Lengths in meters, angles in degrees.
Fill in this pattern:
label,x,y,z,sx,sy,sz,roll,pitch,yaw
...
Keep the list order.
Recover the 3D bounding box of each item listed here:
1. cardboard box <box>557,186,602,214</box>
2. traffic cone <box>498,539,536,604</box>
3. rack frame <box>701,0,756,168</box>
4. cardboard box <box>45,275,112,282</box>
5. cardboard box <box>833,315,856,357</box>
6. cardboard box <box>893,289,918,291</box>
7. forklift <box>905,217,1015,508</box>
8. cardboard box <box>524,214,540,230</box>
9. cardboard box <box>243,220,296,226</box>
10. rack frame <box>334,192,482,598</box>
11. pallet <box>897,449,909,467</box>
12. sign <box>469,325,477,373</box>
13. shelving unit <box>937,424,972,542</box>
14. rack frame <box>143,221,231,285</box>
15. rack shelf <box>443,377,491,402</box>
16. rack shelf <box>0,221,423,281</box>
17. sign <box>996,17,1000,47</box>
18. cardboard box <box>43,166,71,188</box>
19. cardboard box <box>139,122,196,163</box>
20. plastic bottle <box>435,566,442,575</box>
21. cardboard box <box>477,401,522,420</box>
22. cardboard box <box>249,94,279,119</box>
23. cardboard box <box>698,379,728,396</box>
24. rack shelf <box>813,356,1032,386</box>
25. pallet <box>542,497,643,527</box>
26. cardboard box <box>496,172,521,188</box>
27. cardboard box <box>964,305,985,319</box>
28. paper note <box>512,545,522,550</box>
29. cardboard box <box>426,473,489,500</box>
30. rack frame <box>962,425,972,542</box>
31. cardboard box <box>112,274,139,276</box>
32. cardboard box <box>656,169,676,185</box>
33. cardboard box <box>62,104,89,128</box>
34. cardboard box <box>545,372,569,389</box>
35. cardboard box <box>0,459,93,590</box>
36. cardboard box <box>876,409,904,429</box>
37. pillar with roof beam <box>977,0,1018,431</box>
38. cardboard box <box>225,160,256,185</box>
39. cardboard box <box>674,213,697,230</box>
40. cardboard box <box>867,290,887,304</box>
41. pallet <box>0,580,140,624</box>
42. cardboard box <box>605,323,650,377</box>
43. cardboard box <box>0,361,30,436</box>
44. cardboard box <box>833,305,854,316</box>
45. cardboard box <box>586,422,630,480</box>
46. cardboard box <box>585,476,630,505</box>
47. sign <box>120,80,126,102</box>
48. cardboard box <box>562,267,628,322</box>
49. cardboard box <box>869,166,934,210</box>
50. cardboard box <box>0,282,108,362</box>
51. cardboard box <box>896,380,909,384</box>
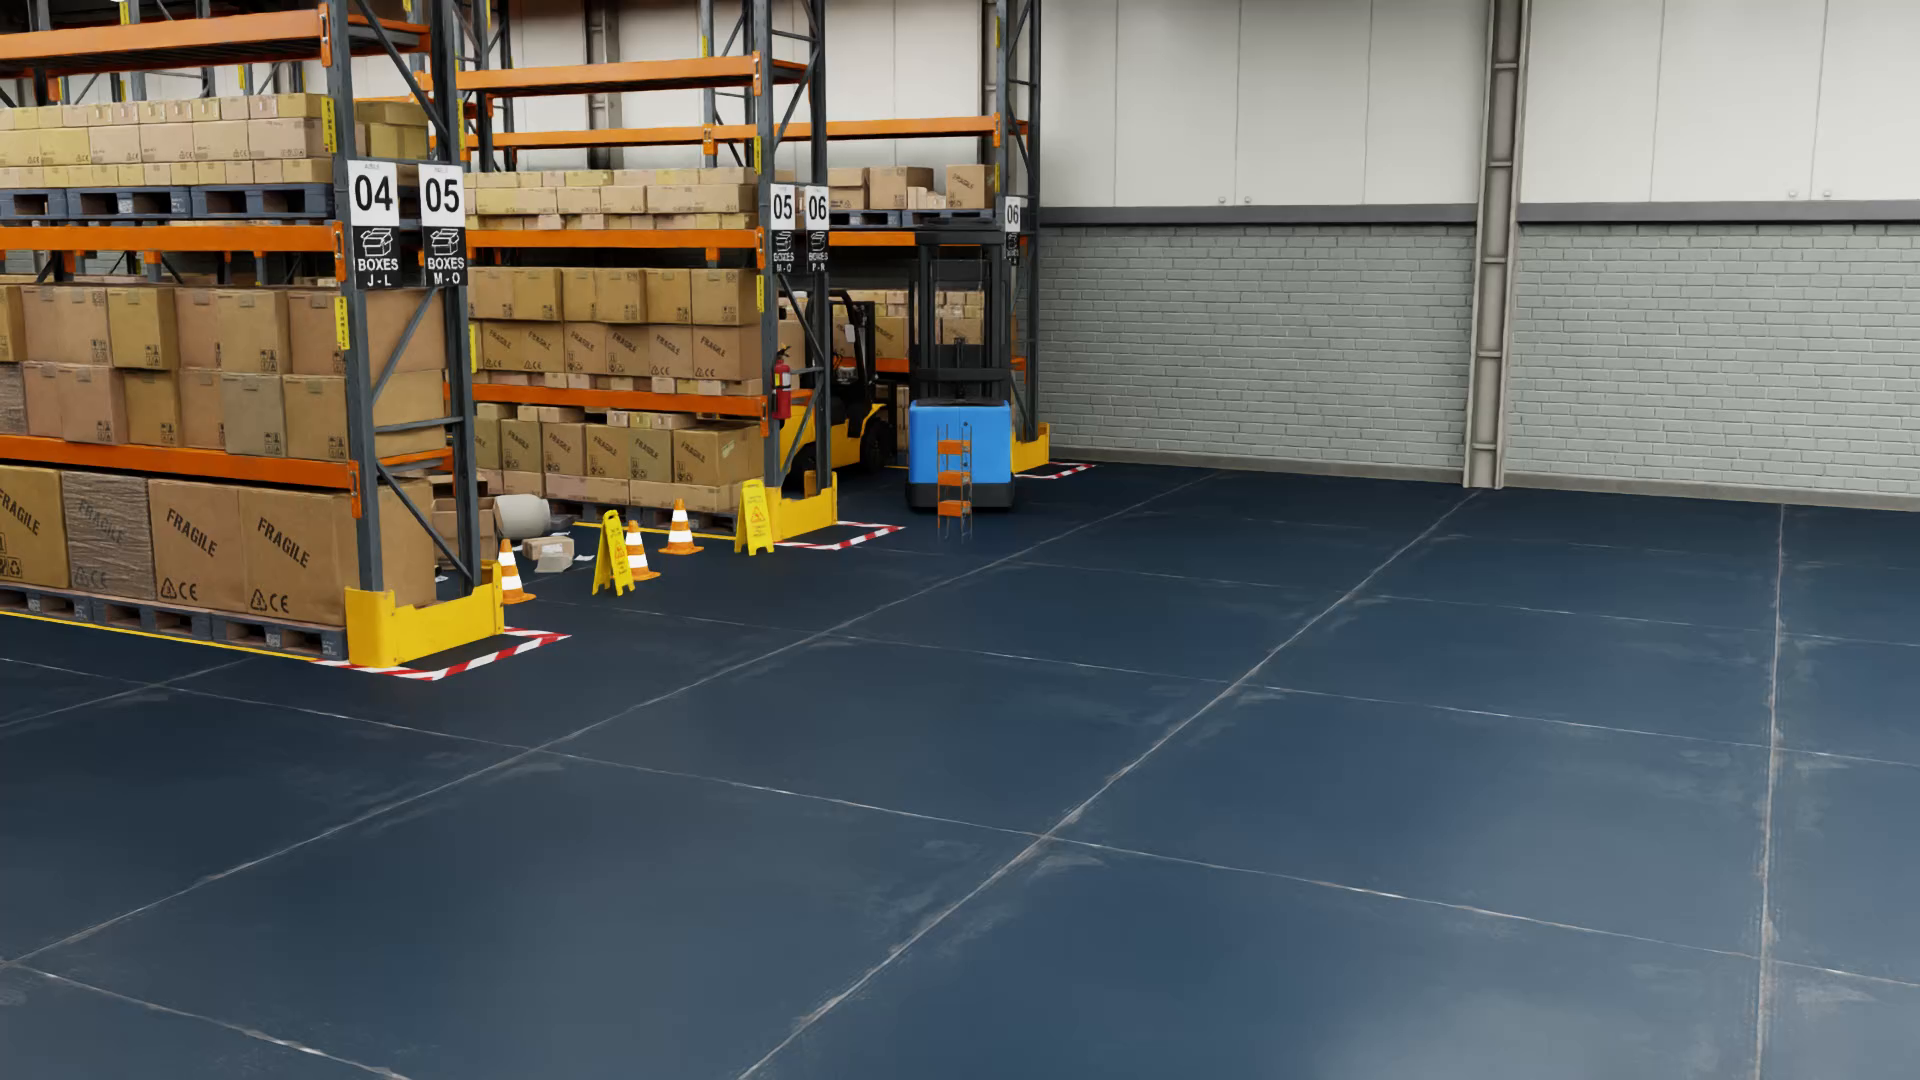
label,x,y,z,sx,sy,sz,roll,pitch,yaw
cardboard box,-3.462,-3.219,15.779,0.500,0.250,0.500,5,11,26
traffic cone,-3.459,0.224,12.712,0.334,0.463,0.336,5,11,26
rack frame,-2.906,-5.614,21.003,0.127,3.000,1.000,5,11,26
cardboard box,-10.172,-2.804,19.232,0.500,0.500,0.500,5,11,26
cardboard box,-1.253,-2.514,20.436,0.500,0.500,0.500,5,11,26
cardboard box,-0.643,-3.042,20.699,0.250,0.149,0.380,5,11,24
forklift,-0.003,-1.973,17.919,1.130,2.935,3.031,0,10,0
cardboard box,-4.005,-3.078,16.115,0.250,0.149,0.380,5,11,24
cardboard box,-7.306,-3.596,17.982,0.637,0.503,0.797,5,11,26
rack frame,-3.611,-0.756,11.002,0.127,3.000,1.000,5,11,26
pallet,-0.023,-1.029,20.340,1.213,0.211,1.003,5,11,26
sign,-3.360,-1.309,11.405,0.005,0.325,0.100,5,11,26
shelving unit,-0.048,-0.521,15.180,0.252,1.050,0.215,5,11,26
rack frame,-8.686,-2.184,18.897,0.127,3.000,1.000,5,11,26
rack shelf,-6.892,-1.673,18.091,4.000,0.370,1.077,5,11,26
rack shelf,-5.405,-2.035,11.670,4.000,0.370,1.077,5,11,26
sign,0.428,-5.712,18.699,0.005,0.325,0.100,5,11,26
cardboard box,-6.109,-2.516,11.553,0.250,0.149,0.380,5,11,25
cardboard box,-5.072,-2.633,11.080,0.500,0.250,0.500,5,11,25
plastic bottle,-4.433,0.249,13.705,0.283,0.061,0.133,1,10,6
cardboard box,-4.604,-1.302,16.636,0.250,0.149,0.380,5,11,27
cardboard box,-4.287,-2.748,10.597,0.250,0.149,0.380,5,11,26
cardboard box,-2.218,-1.428,15.423,0.250,0.149,0.380,5,11,25
rack shelf,-1.112,-2.151,20.731,4.000,0.370,1.077,5,11,26
pallet,-3.383,-0.354,16.613,1.213,0.211,1.003,5,11,26
cardboard box,-4.258,-3.474,16.066,0.250,0.149,0.380,5,11,25
cardboard box,0.246,-2.698,19.633,0.250,0.149,0.380,5,11,27
paper note,-3.936,0.065,14.837,0.148,0.019,0.142,-10,14,-43
cardboard box,-4.740,-0.339,15.711,0.500,0.500,0.500,-4,11,-23
rack frame,0.061,-0.511,15.127,0.008,1.050,0.200,5,11,26
cardboard box,-9.926,-2.884,19.676,0.500,0.500,0.500,5,12,27
cardboard box,-2.602,-3.350,15.382,0.250,0.149,0.380,5,11,26
cardboard box,-5.881,-2.888,11.370,0.250,0.149,0.380,5,11,26
cardboard box,-3.815,-1.567,16.193,0.250,0.149,0.380,5,11,26
cardboard box,-6.665,-0.171,12.560,0.875,0.875,0.875,5,11,27
cardboard box,-0.811,-1.514,20.329,0.500,0.250,0.500,5,11,25
pillar with roof beam,-1.449,-4.810,16.561,0.400,9.000,9.100,5,11,26
cardboard box,-4.516,-2.376,10.778,0.250,0.149,0.380,5,11,27
cardboard box,-2.416,-2.931,15.303,0.250,0.149,0.380,5,12,28
cardboard box,-0.922,-2.941,20.140,0.250,0.149,0.380,5,12,27
pallet,-6.551,0.374,12.592,1.213,0.211,1.003,5,11,26
cardboard box,-3.015,-1.829,15.815,0.500,0.500,0.500,5,11,26
cardboard box,-6.862,-1.117,12.580,0.550,0.550,0.875,5,11,26
cardboard box,-1.359,-2.839,20.409,0.250,0.149,0.380,5,11,25
cardboard box,-3.265,-0.880,16.124,0.500,0.500,0.500,5,11,24
cardboard box,-3.289,-0.511,16.192,0.500,0.250,0.500,5,11,24
sign,-13.404,-7.185,26.612,0.005,0.325,0.100,5,11,26
cardboard box,-3.406,-2.373,16.017,0.500,0.500,0.700,5,11,25
cardboard box,-0.698,-4.221,19.985,0.500,0.500,0.700,5,11,26
cardboard box,-6.883,-1.641,12.443,0.550,0.550,0.875,5,11,26
cardboard box,-0.560,-1.841,20.732,0.500,0.250,0.500,5,11,25
